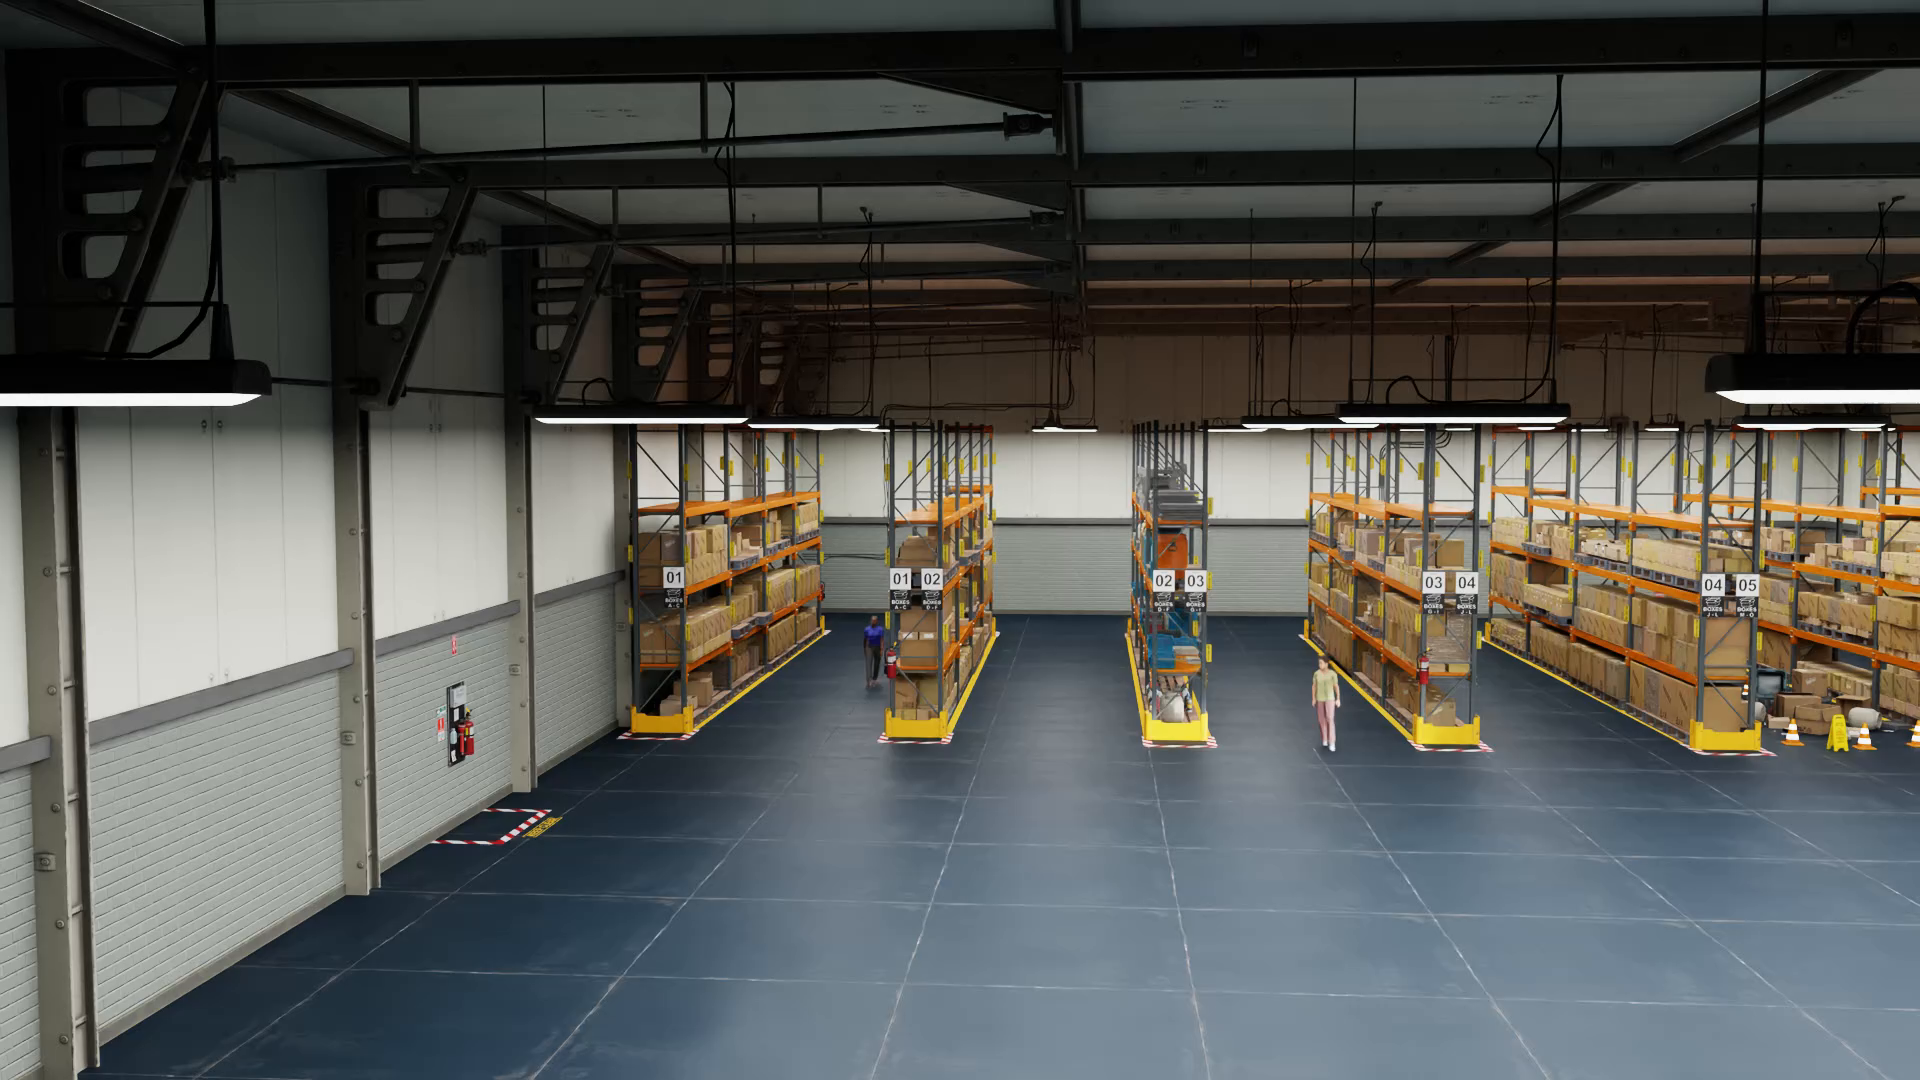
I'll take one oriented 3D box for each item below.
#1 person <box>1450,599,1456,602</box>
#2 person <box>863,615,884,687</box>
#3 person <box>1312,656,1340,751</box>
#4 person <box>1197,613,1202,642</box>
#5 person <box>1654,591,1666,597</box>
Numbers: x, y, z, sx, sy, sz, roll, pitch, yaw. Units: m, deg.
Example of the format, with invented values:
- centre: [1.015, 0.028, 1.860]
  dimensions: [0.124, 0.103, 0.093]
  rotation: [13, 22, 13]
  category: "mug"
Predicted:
- centre: [14.044, 1.902, 47.233]
  dimensions: [0.530, 1.616, 1.074]
  rotation: [3, 5, 38]
  category: "person"
- centre: [-1.954, 2.509, 37.715]
  dimensions: [0.474, 1.605, 0.967]
  rotation: [-1, 4, -12]
  category: "person"
- centre: [6.672, 2.976, 30.416]
  dimensions: [0.559, 1.646, 0.648]
  rotation: [2, 4, 31]
  category: "person"
- centre: [6.411, 2.015, 45.472]
  dimensions: [0.523, 1.674, 0.480]
  rotation: [1, 4, 17]
  category: "person"
- centre: [20.567, 1.729, 48.867]
  dimensions: [0.468, 1.793, 0.552]
  rotation: [-1, 4, -15]
  category: "person"
